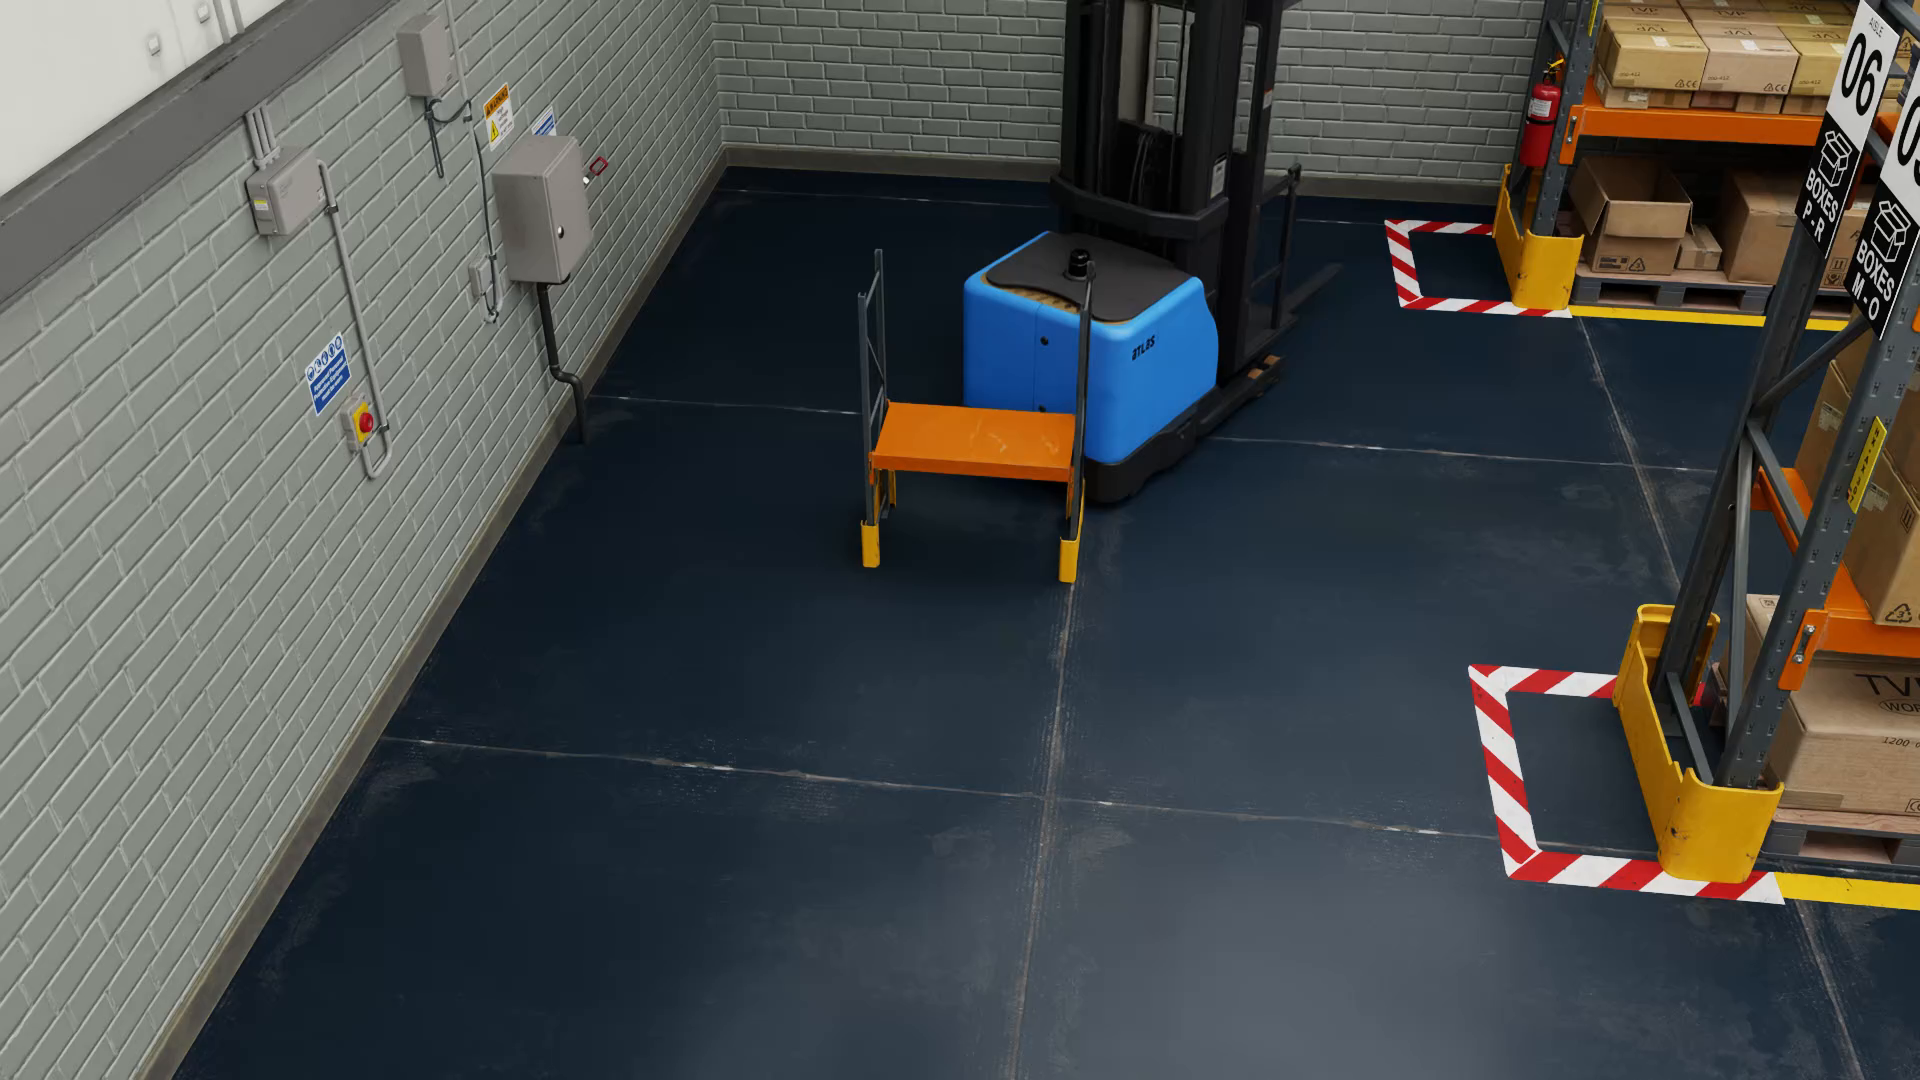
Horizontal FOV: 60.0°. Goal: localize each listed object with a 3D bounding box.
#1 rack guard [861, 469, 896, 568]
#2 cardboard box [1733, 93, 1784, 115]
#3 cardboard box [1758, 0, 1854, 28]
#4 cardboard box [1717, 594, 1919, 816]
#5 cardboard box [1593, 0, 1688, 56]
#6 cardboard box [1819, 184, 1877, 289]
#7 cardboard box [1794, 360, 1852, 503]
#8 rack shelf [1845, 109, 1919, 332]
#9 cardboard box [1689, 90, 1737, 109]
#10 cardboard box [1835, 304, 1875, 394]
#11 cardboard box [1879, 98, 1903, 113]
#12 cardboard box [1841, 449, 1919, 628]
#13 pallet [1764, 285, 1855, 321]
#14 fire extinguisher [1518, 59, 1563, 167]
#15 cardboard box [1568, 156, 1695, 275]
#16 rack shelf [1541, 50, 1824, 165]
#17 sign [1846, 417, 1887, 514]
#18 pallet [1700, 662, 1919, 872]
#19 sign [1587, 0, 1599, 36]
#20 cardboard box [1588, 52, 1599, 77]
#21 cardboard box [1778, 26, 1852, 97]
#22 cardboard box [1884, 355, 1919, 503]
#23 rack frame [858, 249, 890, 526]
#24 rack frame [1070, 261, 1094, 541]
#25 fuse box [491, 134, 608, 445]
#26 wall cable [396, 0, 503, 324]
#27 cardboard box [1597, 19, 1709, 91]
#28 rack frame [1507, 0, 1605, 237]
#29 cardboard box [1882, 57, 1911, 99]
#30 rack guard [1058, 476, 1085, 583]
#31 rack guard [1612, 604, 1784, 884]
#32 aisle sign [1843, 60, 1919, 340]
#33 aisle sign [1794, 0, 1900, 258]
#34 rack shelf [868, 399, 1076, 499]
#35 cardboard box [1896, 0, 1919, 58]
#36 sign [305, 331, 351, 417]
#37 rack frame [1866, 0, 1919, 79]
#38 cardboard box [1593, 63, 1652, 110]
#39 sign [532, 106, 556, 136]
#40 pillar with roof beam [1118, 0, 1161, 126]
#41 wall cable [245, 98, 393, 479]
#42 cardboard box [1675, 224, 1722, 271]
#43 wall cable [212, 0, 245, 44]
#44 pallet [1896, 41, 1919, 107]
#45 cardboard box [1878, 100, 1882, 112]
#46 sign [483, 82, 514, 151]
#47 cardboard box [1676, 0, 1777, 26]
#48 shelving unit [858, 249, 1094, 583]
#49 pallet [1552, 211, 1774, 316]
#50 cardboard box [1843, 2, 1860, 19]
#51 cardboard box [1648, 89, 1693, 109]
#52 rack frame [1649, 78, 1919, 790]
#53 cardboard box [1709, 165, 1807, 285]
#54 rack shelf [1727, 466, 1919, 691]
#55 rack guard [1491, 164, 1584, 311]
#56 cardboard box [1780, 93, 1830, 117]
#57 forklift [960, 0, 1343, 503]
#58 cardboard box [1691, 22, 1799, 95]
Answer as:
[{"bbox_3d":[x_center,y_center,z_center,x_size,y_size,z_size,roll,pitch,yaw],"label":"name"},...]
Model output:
[{"bbox_3d":[-0.418,-0.133,8.578,0.087,0.250,0.587,4,36,6],"label":"rack guard"},{"bbox_3d":[4.791,-2.714,10.043,0.250,0.149,0.380,5,36,7],"label":"cardboard box"},{"bbox_3d":[5.225,-3.145,10.304,0.500,0.250,0.500,5,36,7],"label":"cardboard box"},{"bbox_3d":[3.772,0.680,6.917,0.875,0.438,0.875,3,36,4],"label":"cardboard box"},{"bbox_3d":[4.224,-3.223,10.414,0.500,0.250,0.500,5,36,7],"label":"cardboard box"},{"bbox_3d":[5.683,-1.915,10.499,0.500,0.500,0.500,5,36,7],"label":"cardboard box"},{"bbox_3d":[3.617,-0.341,6.417,0.500,0.500,0.500,4,36,6],"label":"cardboard box"},{"bbox_3d":[5.089,-0.964,5.412,4.000,0.370,1.077,4,36,6],"label":"rack shelf"},{"bbox_3d":[4.548,-2.768,10.119,0.250,0.149,0.380,4,36,5],"label":"cardboard box"},{"bbox_3d":[3.614,-0.733,6.105,0.500,0.500,0.500,5,36,8],"label":"cardboard box"},{"bbox_3d":[5.560,-2.628,9.923,0.250,0.149,0.380,5,36,7],"label":"cardboard box"},{"bbox_3d":[3.545,-0.023,5.972,0.500,0.500,0.500,4,36,6],"label":"cardboard box"},{"bbox_3d":[5.806,-1.753,10.882,1.213,0.211,1.003,4,36,6],"label":"pallet"},{"bbox_3d":[3.529,-2.605,10.063,0.183,0.674,0.296,4,36,6],"label":"fire extinguisher"},{"bbox_3d":[4.328,-2.099,10.753,0.637,0.503,0.797,3,36,4],"label":"cardboard box"},{"bbox_3d":[5.717,-2.603,10.292,4.000,0.370,1.077,4,36,6],"label":"rack shelf"},{"bbox_3d":[3.028,-0.249,5.560,0.005,0.325,0.100,4,36,6],"label":"sign"},{"bbox_3d":[3.908,0.966,7.073,1.213,0.211,1.003,4,36,6],"label":"pallet"},{"bbox_3d":[3.665,-3.084,9.600,0.005,0.325,0.100,4,36,6],"label":"sign"},{"bbox_3d":[4.096,-3.072,10.545,0.250,0.149,0.380,4,36,5],"label":"cardboard box"},{"bbox_3d":[5.153,-2.842,9.881,0.500,0.250,0.500,4,36,5],"label":"cardboard box"},{"bbox_3d":[3.545,-0.432,5.683,0.500,0.500,0.500,4,36,5],"label":"cardboard box"},{"bbox_3d":[-0.420,-0.642,8.215,0.032,1.500,0.500,4,36,6],"label":"rack frame"},{"bbox_3d":[0.589,-0.567,8.110,0.032,1.500,0.500,4,36,6],"label":"rack frame"},{"bbox_3d":[-2.079,-1.262,8.903,0.414,1.711,0.539,4,36,6],"label":"fuse box"},{"bbox_3d":[-2.322,-1.819,7.699,0.122,1.984,0.588,4,36,6],"label":"wall cable"},{"bbox_3d":[4.149,-2.915,9.982,0.500,0.250,0.500,4,36,6],"label":"cardboard box"},{"bbox_3d":[3.734,-3.044,10.290,0.127,3.000,1.000,4,36,6],"label":"rack frame"},{"bbox_3d":[5.662,-2.817,9.845,0.500,0.250,0.500,3,36,5],"label":"cardboard box"},{"bbox_3d":[0.570,-0.059,8.475,0.087,0.250,0.587,4,36,6],"label":"rack guard"},{"bbox_3d":[3.081,0.832,7.011,0.348,0.500,1.175,4,36,6],"label":"rack guard"},{"bbox_3d":[2.997,-1.080,5.300,0.004,0.787,0.394,4,36,6],"label":"aisle sign"},{"bbox_3d":[3.073,-1.426,5.785,0.004,0.787,0.394,4,36,6],"label":"aisle sign"},{"bbox_3d":[0.085,-0.458,8.267,1.000,0.185,0.538,4,36,6],"label":"rack shelf"},{"bbox_3d":[5.637,-3.110,9.609,0.500,0.500,0.500,5,36,7],"label":"cardboard box"},{"bbox_3d":[-2.558,-0.674,6.737,0.001,0.218,0.327,4,36,6],"label":"sign"},{"bbox_3d":[3.105,-2.625,4.539,0.127,3.000,1.000,4,36,6],"label":"rack frame"},{"bbox_3d":[4.025,-2.759,10.107,0.250,0.149,0.380,4,36,6],"label":"cardboard box"},{"bbox_3d":[-2.221,-2.048,8.976,0.001,0.494,0.329,4,36,6],"label":"sign"},{"bbox_3d":[0.626,-3.724,6.079,0.400,9.000,9.100,4,36,6],"label":"pillar with roof beam"},{"bbox_3d":[-2.491,-1.014,6.544,0.123,1.953,0.585,4,36,6],"label":"wall cable"},{"bbox_3d":[4.745,-1.901,10.781,0.250,0.149,0.380,3,36,4],"label":"cardboard box"},{"bbox_3d":[-2.573,-2.884,4.902,0.029,3.000,0.463,4,36,6],"label":"wall cable"},{"bbox_3d":[3.842,-1.320,5.368,1.213,0.211,1.003,4,36,6],"label":"pallet"},{"bbox_3d":[5.296,-2.635,9.934,0.250,0.149,0.380,3,36,5],"label":"cardboard box"},{"bbox_3d":[-2.291,-2.107,8.266,0.001,0.242,0.339,4,36,6],"label":"sign"},{"bbox_3d":[4.735,-3.184,10.359,0.500,0.250,0.500,4,36,6],"label":"cardboard box"},{"bbox_3d":[0.076,-0.605,8.163,1.083,1.500,0.587,4,36,6],"label":"shelving unit"},{"bbox_3d":[4.600,-1.845,11.010,1.213,0.211,1.003,4,36,6],"label":"pallet"},{"bbox_3d":[5.744,-3.106,10.250,0.500,0.250,0.500,4,36,6],"label":"cardboard box"},{"bbox_3d":[4.283,-2.767,10.118,0.250,0.149,0.380,5,36,7],"label":"cardboard box"},{"bbox_3d":[3.105,-0.184,6.282,0.127,3.000,1.000,4,36,6],"label":"rack frame"},{"bbox_3d":[5.171,-2.012,10.634,0.500,0.500,0.700,6,36,8],"label":"cardboard box"},{"bbox_3d":[5.089,0.257,6.284,4.000,0.370,1.077,4,36,6],"label":"rack shelf"},{"bbox_3d":[3.809,-2.021,11.008,0.348,0.500,1.175,4,36,6],"label":"rack guard"},{"bbox_3d":[5.055,-2.697,10.020,0.250,0.149,0.380,5,36,7],"label":"cardboard box"},{"bbox_3d":[1.289,-2.191,9.153,1.130,2.935,3.031,24,42,29],"label":"forklift"},{"bbox_3d":[4.649,-2.878,9.930,0.500,0.250,0.500,5,36,6],"label":"cardboard box"}]
